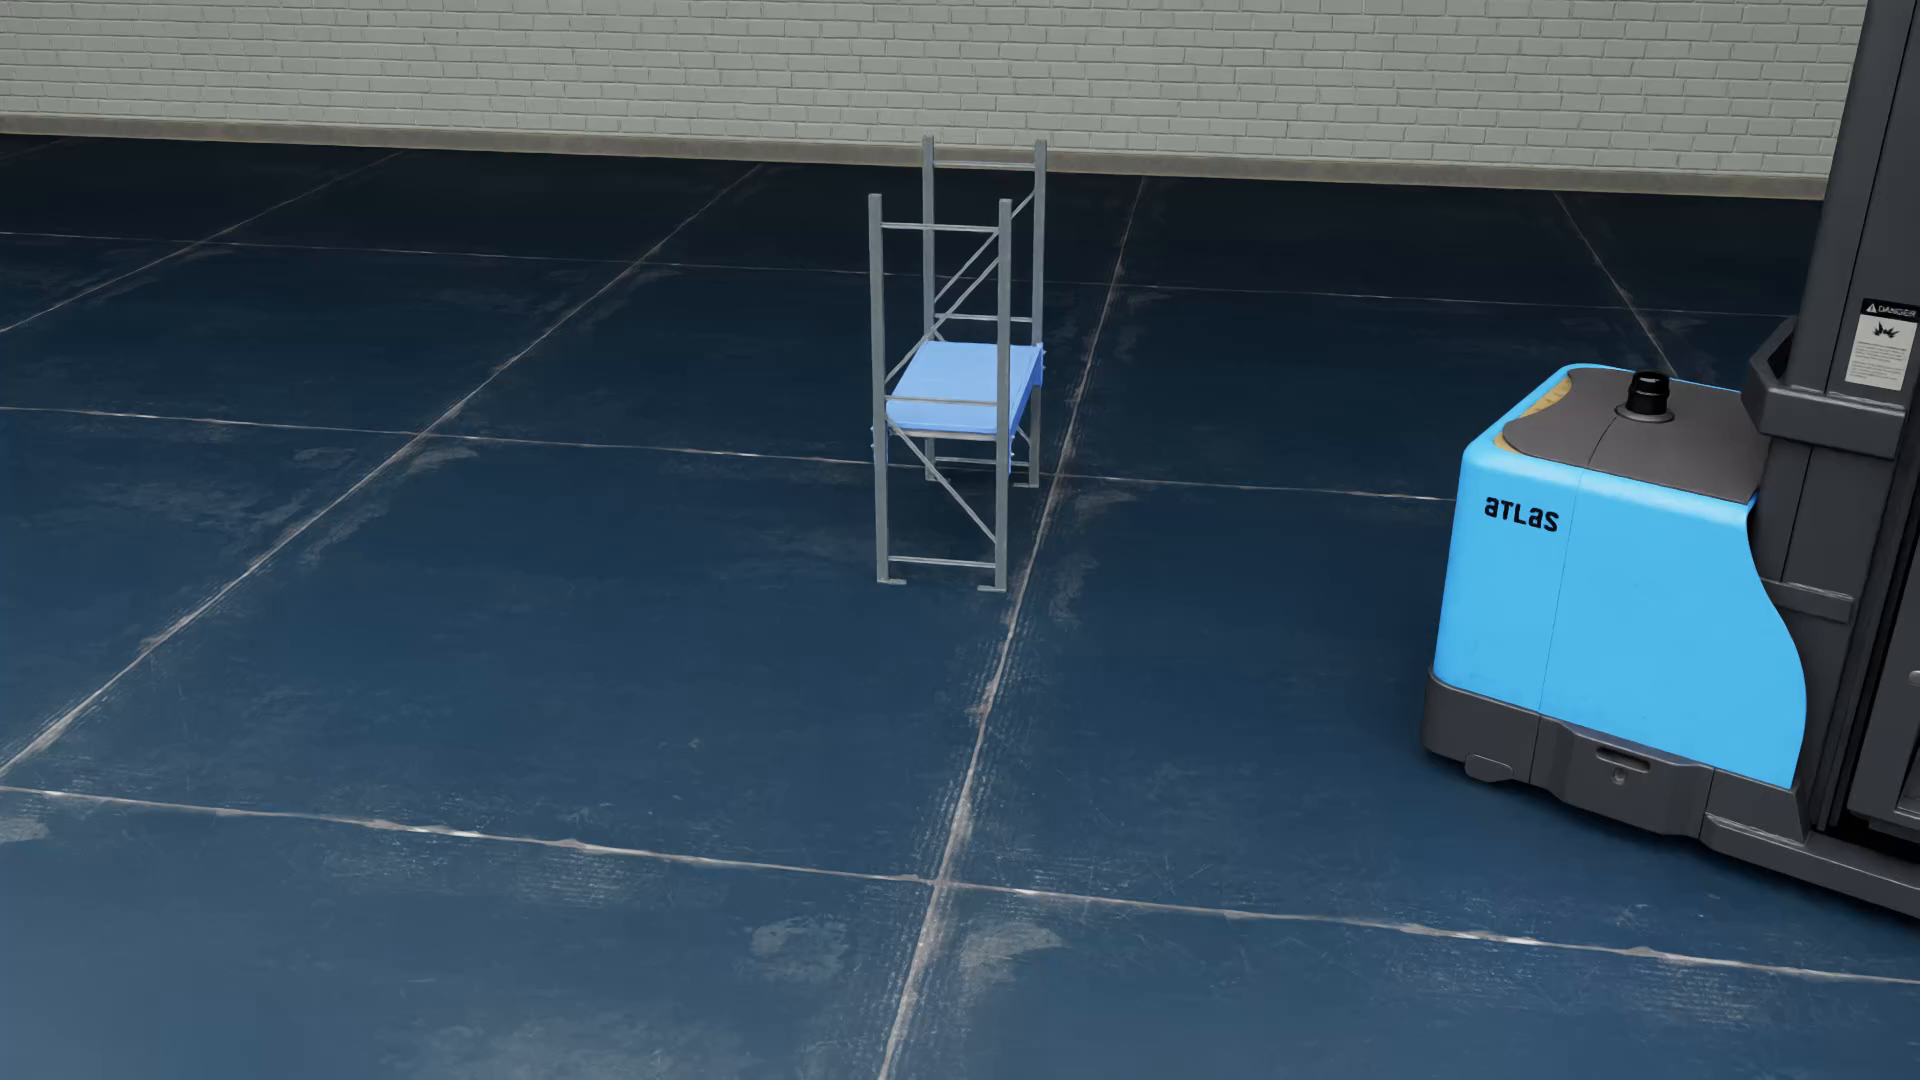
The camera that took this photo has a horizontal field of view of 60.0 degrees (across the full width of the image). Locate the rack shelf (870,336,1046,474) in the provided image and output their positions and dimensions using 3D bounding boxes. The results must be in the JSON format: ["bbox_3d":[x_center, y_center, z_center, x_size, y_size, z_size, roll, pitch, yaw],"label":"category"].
[{"bbox_3d":[0.014,-0.552,6.585,0.538,0.185,1.000,4,25,9],"label":"rack shelf"}]

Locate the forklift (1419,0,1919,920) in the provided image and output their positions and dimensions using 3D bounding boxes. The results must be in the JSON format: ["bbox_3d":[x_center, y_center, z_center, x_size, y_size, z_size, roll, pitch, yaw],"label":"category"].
[{"bbox_3d":[2.940,-0.424,4.200,3.031,2.935,1.130,17,30,32],"label":"forklift"}]

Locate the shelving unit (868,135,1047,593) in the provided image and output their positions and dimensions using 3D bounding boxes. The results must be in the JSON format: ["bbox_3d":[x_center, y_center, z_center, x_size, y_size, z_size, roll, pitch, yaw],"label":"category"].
[{"bbox_3d":[0.014,-0.715,6.508,0.538,1.500,1.048,4,25,9],"label":"shelving unit"}]

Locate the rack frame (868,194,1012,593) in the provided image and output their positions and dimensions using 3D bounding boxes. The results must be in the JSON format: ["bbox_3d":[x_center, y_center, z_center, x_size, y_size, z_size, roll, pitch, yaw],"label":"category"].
[{"bbox_3d":[-0.069,-0.502,6.054,0.500,1.500,0.032,4,25,9],"label":"rack frame"}]

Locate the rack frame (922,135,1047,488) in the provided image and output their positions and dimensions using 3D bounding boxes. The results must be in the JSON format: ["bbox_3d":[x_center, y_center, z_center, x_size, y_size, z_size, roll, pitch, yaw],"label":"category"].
[{"bbox_3d":[0.097,-0.928,6.962,0.500,1.500,0.032,4,25,9],"label":"rack frame"}]
